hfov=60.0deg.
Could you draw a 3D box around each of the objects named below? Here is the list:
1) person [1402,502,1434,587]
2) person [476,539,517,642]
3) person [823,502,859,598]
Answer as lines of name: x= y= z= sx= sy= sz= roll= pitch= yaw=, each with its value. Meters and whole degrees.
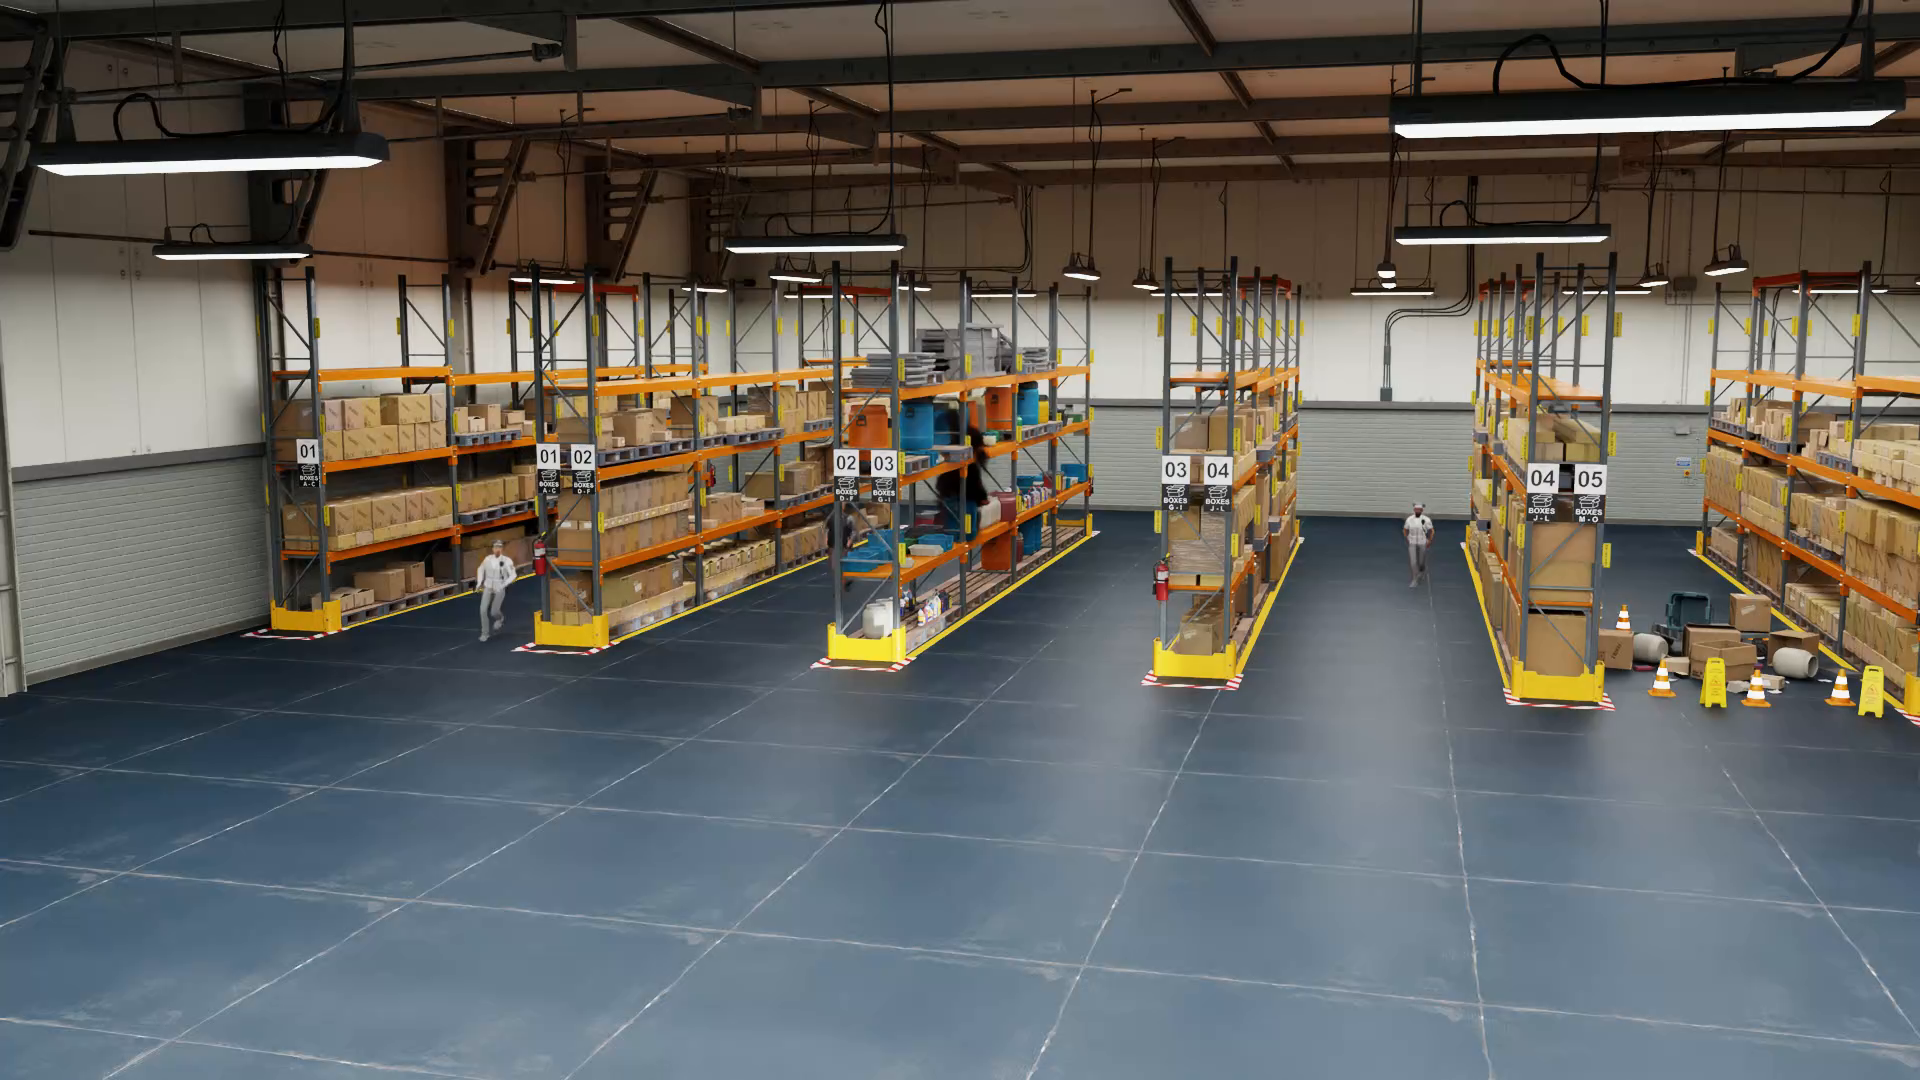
person: x=8.962 y=0.065 z=32.550 sx=0.604 sy=1.663 sz=0.598 roll=2 pitch=8 yaw=17
person: x=-7.514 y=0.795 z=26.977 sx=0.657 sy=1.662 sz=0.679 roll=1 pitch=7 yaw=4
person: x=-2.128 y=0.140 z=29.549 sx=0.661 sy=1.709 sz=0.722 roll=2 pitch=7 yaw=13
